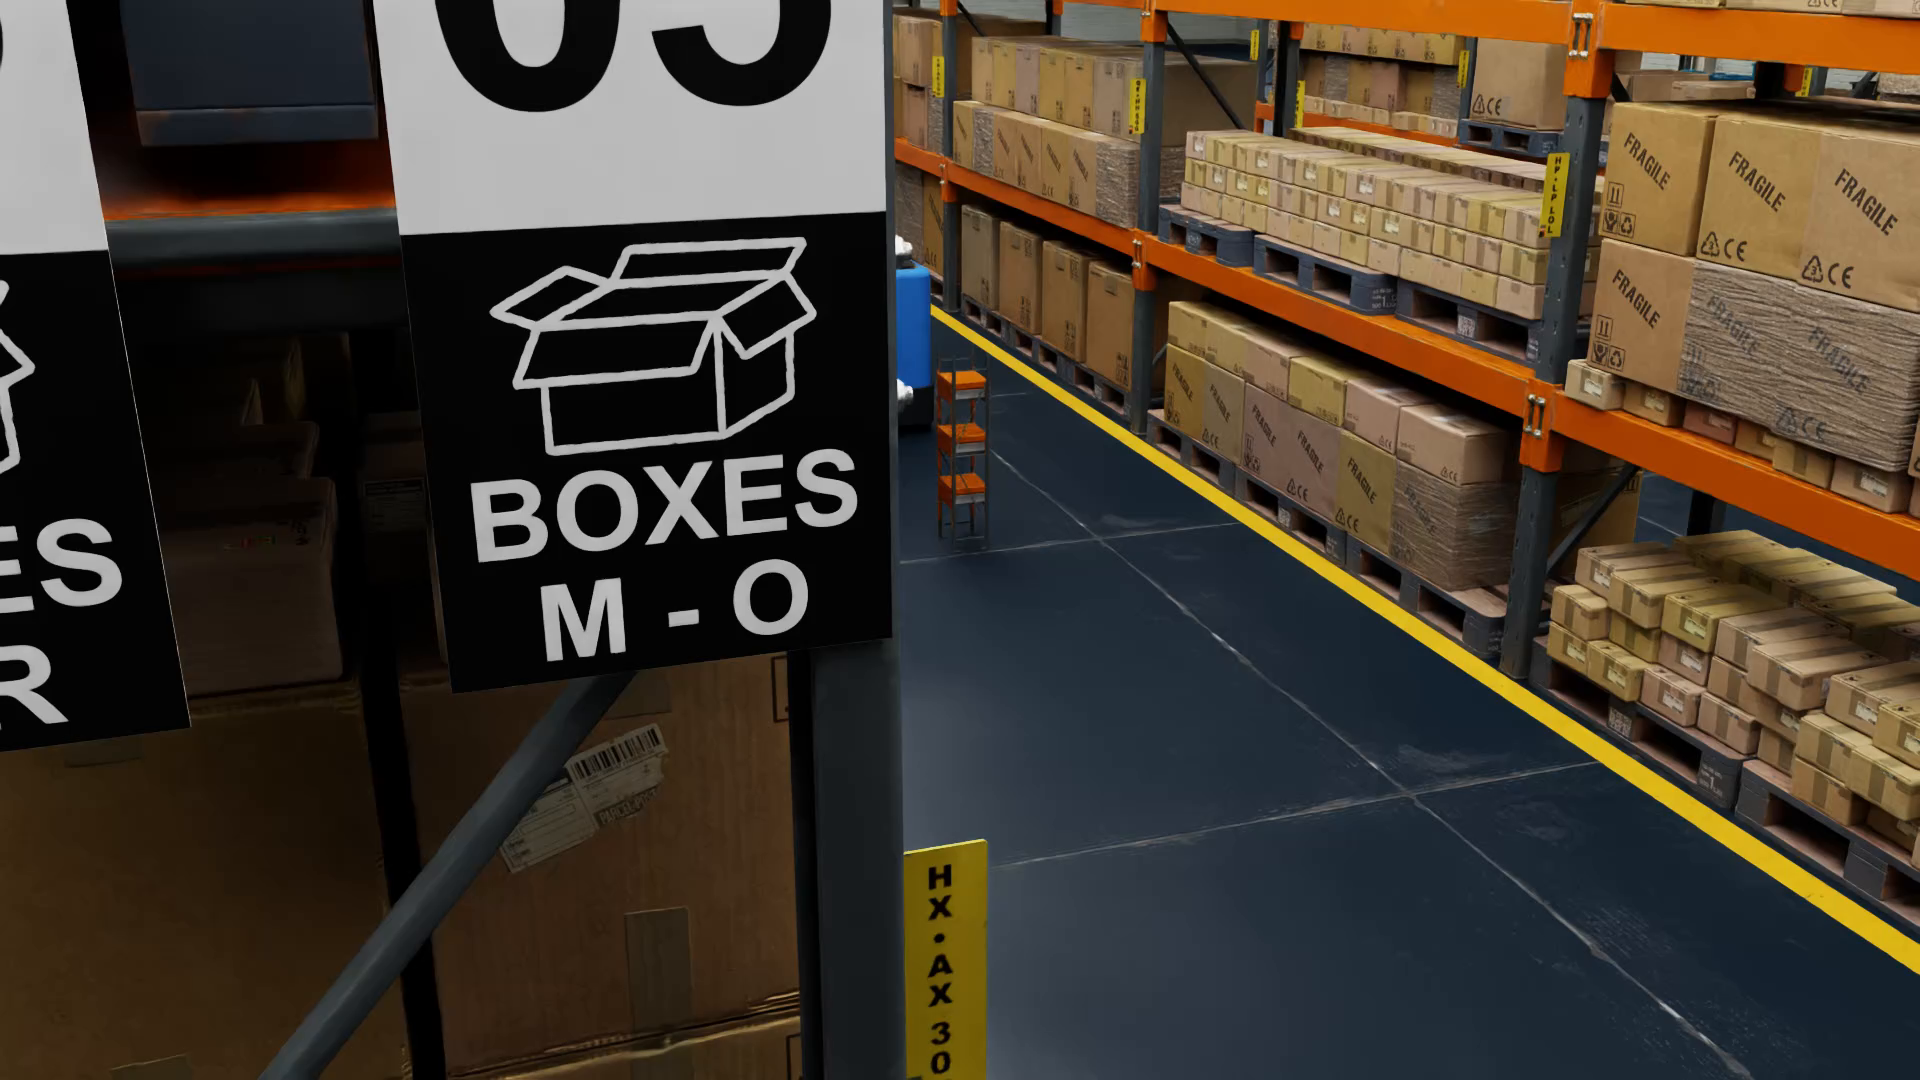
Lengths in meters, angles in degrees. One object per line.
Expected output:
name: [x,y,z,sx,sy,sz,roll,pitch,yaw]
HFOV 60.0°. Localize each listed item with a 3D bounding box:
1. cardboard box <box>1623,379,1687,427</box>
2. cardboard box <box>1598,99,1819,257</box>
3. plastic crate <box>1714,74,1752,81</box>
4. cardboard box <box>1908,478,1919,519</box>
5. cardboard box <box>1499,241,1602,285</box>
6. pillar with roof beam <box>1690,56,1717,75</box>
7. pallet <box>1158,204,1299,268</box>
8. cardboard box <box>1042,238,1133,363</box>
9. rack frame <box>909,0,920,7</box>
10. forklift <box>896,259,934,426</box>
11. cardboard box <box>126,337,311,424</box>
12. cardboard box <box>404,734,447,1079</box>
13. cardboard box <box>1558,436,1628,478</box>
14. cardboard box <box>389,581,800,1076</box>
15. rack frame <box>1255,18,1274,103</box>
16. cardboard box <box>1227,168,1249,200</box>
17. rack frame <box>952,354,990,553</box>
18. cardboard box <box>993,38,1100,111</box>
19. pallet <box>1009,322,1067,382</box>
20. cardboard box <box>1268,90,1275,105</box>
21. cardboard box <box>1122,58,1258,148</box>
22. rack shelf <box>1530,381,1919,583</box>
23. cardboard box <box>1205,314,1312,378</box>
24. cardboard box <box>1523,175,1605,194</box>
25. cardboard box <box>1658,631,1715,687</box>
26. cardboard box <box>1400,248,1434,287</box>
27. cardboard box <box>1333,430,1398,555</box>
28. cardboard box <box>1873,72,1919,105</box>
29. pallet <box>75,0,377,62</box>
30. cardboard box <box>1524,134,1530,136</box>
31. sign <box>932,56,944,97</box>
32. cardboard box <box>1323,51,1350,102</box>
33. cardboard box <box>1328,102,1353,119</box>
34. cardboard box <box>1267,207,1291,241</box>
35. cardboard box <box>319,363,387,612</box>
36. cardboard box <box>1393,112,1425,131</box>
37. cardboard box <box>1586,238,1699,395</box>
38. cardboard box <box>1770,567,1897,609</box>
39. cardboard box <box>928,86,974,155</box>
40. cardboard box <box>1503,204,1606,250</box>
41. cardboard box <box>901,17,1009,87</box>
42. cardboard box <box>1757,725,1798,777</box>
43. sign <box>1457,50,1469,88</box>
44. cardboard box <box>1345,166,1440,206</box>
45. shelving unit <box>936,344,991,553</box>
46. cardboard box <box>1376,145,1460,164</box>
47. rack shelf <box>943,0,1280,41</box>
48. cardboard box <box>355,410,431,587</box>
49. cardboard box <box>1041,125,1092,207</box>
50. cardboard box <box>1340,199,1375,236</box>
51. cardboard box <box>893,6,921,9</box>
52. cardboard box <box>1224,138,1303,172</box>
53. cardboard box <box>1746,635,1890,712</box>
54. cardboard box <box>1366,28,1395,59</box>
cardboard box: [2.792,-0.551,6.385,0.380,0.149,0.250,-6,21,-16]
cardboard box: [2.772,-1.357,6.190,0.500,0.500,0.500,-6,21,-16]
plastic crate: [9.173,-5.334,19.549,0.499,0.251,0.408,-6,21,-17]
cardboard box: [3.229,-0.128,5.206,0.380,0.149,0.250,-6,21,-15]
cardboard box: [2.549,-1.196,7.120,0.380,0.149,0.250,-6,21,-16]
pillar with roof beam: [11.120,-12.879,31.460,9.100,9.000,0.400,-6,21,-17]
pallet: [1.930,-1.846,9.903,1.213,0.211,1.003,-6,21,-17]
cardboard box: [1.221,-1.778,12.135,1.050,0.750,0.750,-6,21,-16]
rack frame: [-0.910,-4.721,17.623,1.000,3.000,0.127,-6,21,-17]
forklift: [-1.124,-2.506,11.558,1.130,2.935,3.031,-7,21,-17]
cardboard box: [-1.155,-0.183,2.402,0.380,0.149,0.250,-6,21,-16]
cardboard box: [-0.612,0.581,2.714,0.500,0.500,0.500,-7,21,-18]
cardboard box: [2.880,-0.509,7.865,0.500,0.250,0.500,-7,21,-20]
cardboard box: [-0.429,0.270,2.100,0.500,0.500,0.500,-7,21,-18]
rack frame: [3.831,-5.216,19.000,1.000,3.000,0.127,-6,21,-17]
cardboard box: [1.740,-2.025,9.426,0.380,0.149,0.250,-7,21,-19]
rack frame: [0.055,-0.438,8.582,0.200,1.050,0.008,-6,21,-17]
cardboard box: [0.673,-3.631,12.962,0.700,0.500,0.500,-7,21,-18]
pallet: [1.049,-1.493,12.761,1.003,0.211,1.213,-6,21,-17]
cardboard box: [3.694,-4.981,18.717,0.380,0.149,0.250,-6,21,-17]
cardboard box: [1.473,-2.816,10.693,0.700,0.500,0.500,-7,21,-17]
rack shelf: [3.491,0.110,5.236,1.077,0.370,4.000,-6,21,-17]
cardboard box: [1.751,-1.118,9.559,0.500,0.250,0.500,-7,21,-18]
cardboard box: [2.927,-1.657,7.961,0.380,0.149,0.250,-7,21,-18]
cardboard box: [2.948,0.430,6.437,0.380,0.149,0.250,-7,21,-18]
cardboard box: [2.312,-1.300,7.848,0.380,0.149,0.250,-7,21,-20]
cardboard box: [2.229,-0.267,8.298,0.500,0.500,0.500,-7,21,-18]
cardboard box: [6.559,-2.931,11.008,0.797,0.503,0.637,-6,21,-15]
pallet: [-1.179,-1.027,3.033,1.003,0.211,1.213,-6,21,-17]
cardboard box: [5.306,-3.915,15.749,0.380,0.149,0.250,-6,21,-17]
sign: [-0.179,-3.823,13.724,0.100,0.325,0.005,-6,21,-17]
cardboard box: [4.365,-4.910,17.562,0.875,0.500,0.500,-6,21,-17]
cardboard box: [4.073,-4.489,17.348,0.380,0.149,0.250,-6,21,-17]
cardboard box: [1.895,-1.724,9.029,0.380,0.149,0.250,-6,21,-15]
cardboard box: [-1.270,0.001,2.849,0.500,0.500,0.500,-6,21,-17]
cardboard box: [4.466,-4.088,16.231,0.380,0.149,0.250,-6,21,-17]
cardboard box: [2.778,-0.871,6.317,0.500,0.500,0.500,-7,21,-18]
cardboard box: [3.424,0.237,6.534,0.380,0.149,0.250,-7,21,-18]
cardboard box: [0.220,-3.625,14.350,0.875,0.550,0.550,-6,21,-17]
cardboard box: [2.550,-1.338,7.073,0.380,0.149,0.250,-5,20,-15]
cardboard box: [-0.019,-4.302,14.638,0.875,0.550,0.550,-6,21,-17]
cardboard box: [3.127,0.743,6.006,0.380,0.149,0.250,-7,21,-20]
sign: [4.575,-4.279,15.112,0.100,0.325,0.005,-6,21,-17]
cardboard box: [2.142,-1.756,8.238,0.380,0.149,0.250,-7,21,-20]
shelving unit: [0.017,-0.477,8.691,0.215,1.050,0.252,-6,21,-17]
cardboard box: [2.511,-2.076,9.130,0.380,0.149,0.250,-6,21,-17]
rack shelf: [0.976,-3.869,11.877,1.077,0.370,4.000,-6,21,-17]
cardboard box: [-0.547,-0.071,2.090,0.380,0.149,0.250,-6,21,-16]
cardboard box: [0.896,-2.637,11.674,0.500,0.500,0.500,-7,21,-18]
cardboard box: [2.132,-1.619,8.297,0.380,0.149,0.250,-6,21,-17]
cardboard box: [-0.830,-5.177,17.072,0.875,0.550,0.550,-6,21,-17]
cardboard box: [1.726,-2.179,9.416,0.380,0.149,0.250,-7,21,-18]
cardboard box: [3.036,0.469,5.890,0.380,0.149,0.250,-6,21,-16]
cardboard box: [4.370,-5.026,16.404,0.500,0.500,0.500,-6,21,-17]
